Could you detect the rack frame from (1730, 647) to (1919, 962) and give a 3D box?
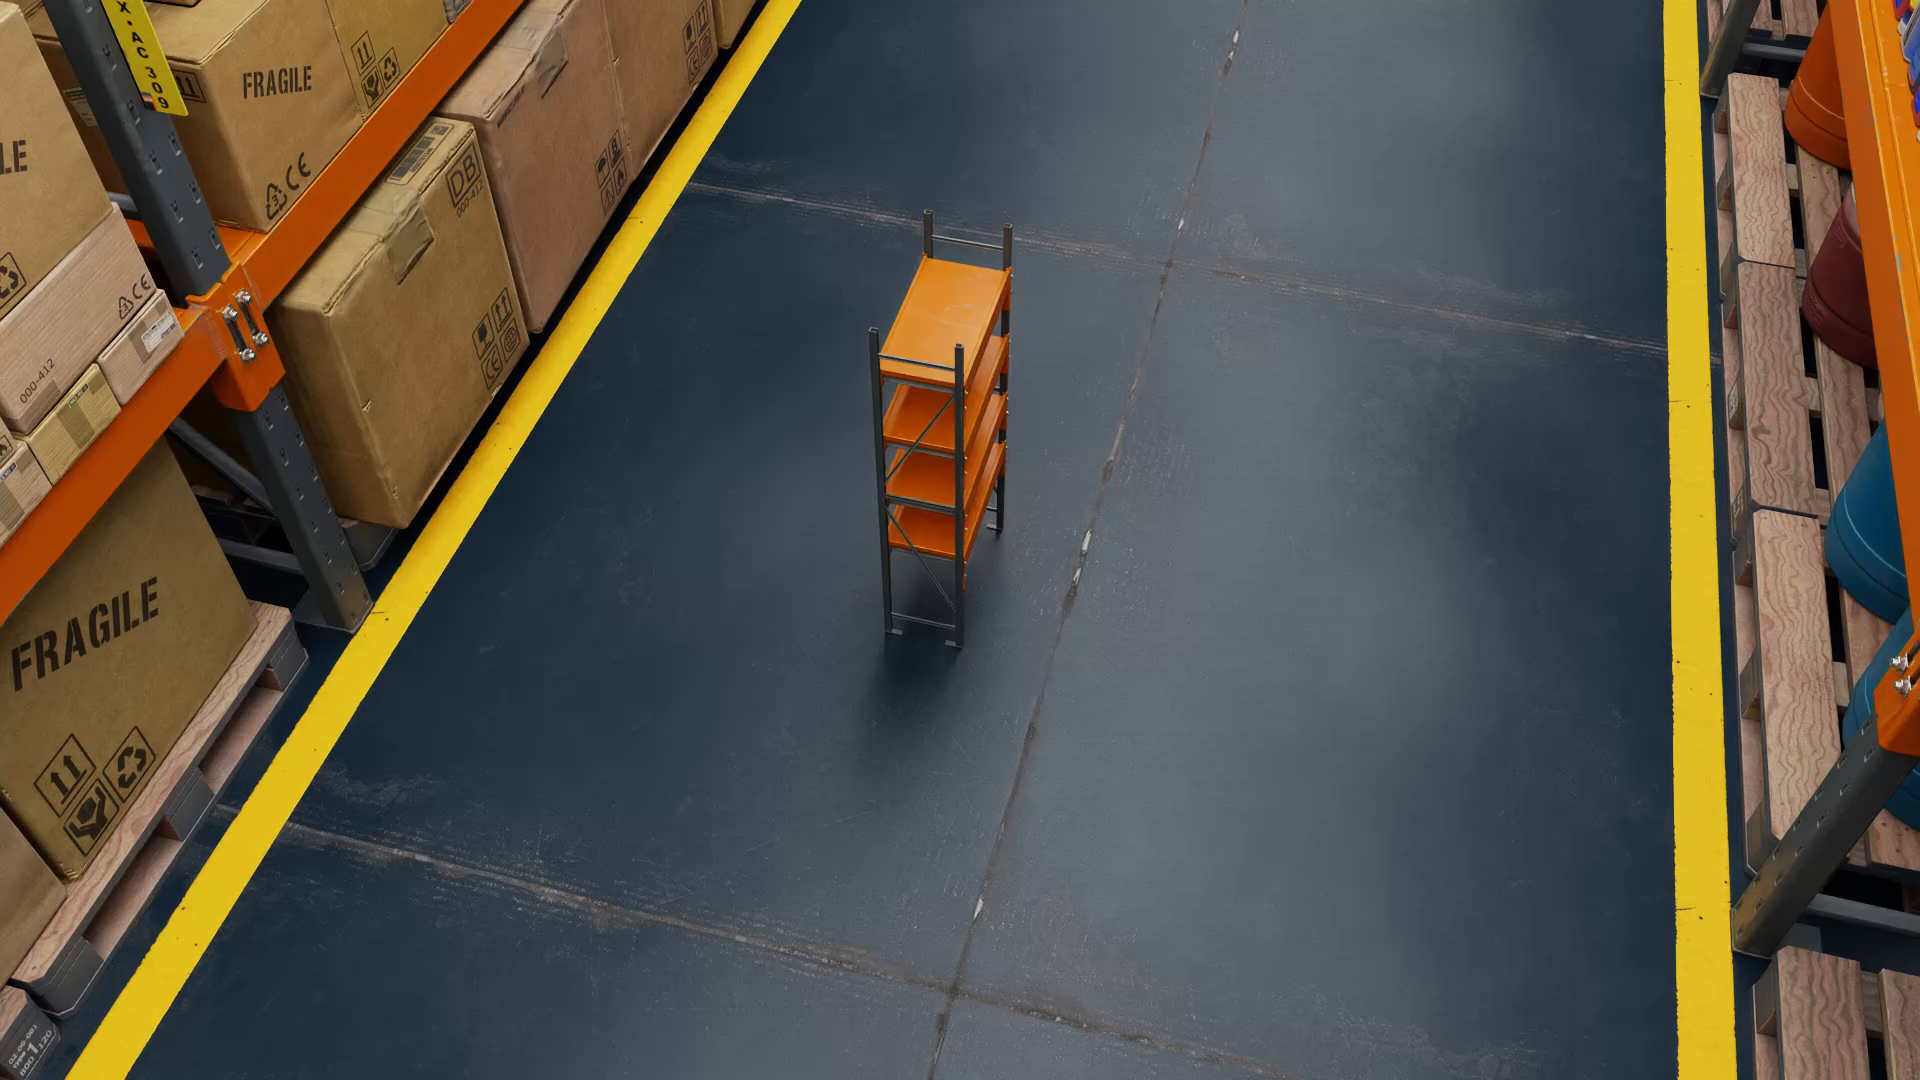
[{"bbox_3d":[2.496,0.130,3.134,1.000,3.000,0.127,12,50,10],"label":"rack frame"}]

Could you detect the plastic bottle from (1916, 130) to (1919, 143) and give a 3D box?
[{"bbox_3d":[2.617,-1.136,4.385,0.097,0.201,0.097,0,49,0],"label":"plastic bottle"}]

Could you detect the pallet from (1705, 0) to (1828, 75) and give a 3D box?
[{"bbox_3d":[3.790,-2.393,7.221,1.003,0.211,1.213,12,50,10],"label":"pallet"}]

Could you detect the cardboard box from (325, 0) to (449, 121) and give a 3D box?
[{"bbox_3d":[-1.789,-1.527,4.531,0.500,0.500,0.500,12,50,10],"label":"cardboard box"}]

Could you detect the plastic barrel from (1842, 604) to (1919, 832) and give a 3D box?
[{"bbox_3d":[2.655,0.296,4.108,0.600,0.901,0.708,12,50,10],"label":"plastic barrel"}]

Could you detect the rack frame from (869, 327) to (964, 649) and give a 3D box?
[{"bbox_3d":[-0.108,-0.101,4.539,0.240,1.200,0.015,12,50,10],"label":"rack frame"}]

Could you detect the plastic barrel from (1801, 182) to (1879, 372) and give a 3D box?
[{"bbox_3d":[3.139,-0.930,5.398,0.600,0.588,0.708,12,50,10],"label":"plastic barrel"}]

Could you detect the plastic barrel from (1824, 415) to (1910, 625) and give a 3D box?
[{"bbox_3d":[2.842,-0.217,4.560,0.600,0.901,0.708,12,50,10],"label":"plastic barrel"}]

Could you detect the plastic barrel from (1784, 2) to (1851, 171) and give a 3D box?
[{"bbox_3d":[3.436,-1.827,6.029,0.600,0.830,0.708,12,50,10],"label":"plastic barrel"}]

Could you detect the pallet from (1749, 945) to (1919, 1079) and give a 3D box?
[{"bbox_3d":[2.340,1.593,3.704,1.003,0.211,1.213,12,50,10],"label":"pallet"}]

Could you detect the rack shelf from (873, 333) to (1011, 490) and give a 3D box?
[{"bbox_3d":[-0.044,-0.381,4.577,0.258,0.148,0.480,12,50,10],"label":"rack shelf"}]

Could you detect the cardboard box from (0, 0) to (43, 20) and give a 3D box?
[{"bbox_3d":[-2.423,-1.272,4.306,0.500,0.500,0.500,12,50,10],"label":"cardboard box"}]

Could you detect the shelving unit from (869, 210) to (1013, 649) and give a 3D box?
[{"bbox_3d":[-0.044,-0.277,4.694,0.258,1.200,0.503,12,50,10],"label":"shelving unit"}]

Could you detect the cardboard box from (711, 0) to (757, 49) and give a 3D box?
[{"bbox_3d":[-1.432,-2.681,6.753,1.225,0.875,0.875,9,49,8],"label":"cardboard box"}]

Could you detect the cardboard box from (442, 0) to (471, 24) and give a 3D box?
[{"bbox_3d":[-1.657,-1.889,4.850,0.500,0.500,0.500,11,49,9],"label":"cardboard box"}]

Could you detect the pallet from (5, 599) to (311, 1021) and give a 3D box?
[{"bbox_3d":[-2.558,0.610,4.571,1.003,0.211,1.213,12,50,10],"label":"pallet"}]

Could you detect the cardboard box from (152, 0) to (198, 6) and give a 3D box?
[{"bbox_3d":[-2.123,-1.676,3.993,0.797,0.503,0.637,10,49,9],"label":"cardboard box"}]

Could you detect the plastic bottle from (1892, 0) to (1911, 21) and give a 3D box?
[{"bbox_3d":[2.775,-1.648,4.782,0.061,0.283,0.133,12,50,10],"label":"plastic bottle"}]

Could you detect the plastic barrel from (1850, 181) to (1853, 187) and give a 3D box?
[{"bbox_3d":[3.374,-1.295,5.772,0.421,0.512,0.421,0,49,0],"label":"plastic barrel"}]

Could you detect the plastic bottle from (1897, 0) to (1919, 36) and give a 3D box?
[{"bbox_3d":[2.762,-1.557,4.710,0.097,0.271,0.097,0,49,0],"label":"plastic bottle"}]

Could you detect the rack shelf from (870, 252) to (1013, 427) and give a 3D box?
[{"bbox_3d":[-0.044,-0.537,4.400,0.258,0.148,0.480,12,50,10],"label":"rack shelf"}]

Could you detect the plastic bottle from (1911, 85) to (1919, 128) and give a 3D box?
[{"bbox_3d":[2.630,-1.250,4.431,0.061,0.283,0.133,12,50,10],"label":"plastic bottle"}]

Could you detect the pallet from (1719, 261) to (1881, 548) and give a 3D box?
[{"bbox_3d":[3.058,-0.382,5.446,1.003,0.211,1.213,12,50,10],"label":"pallet"}]

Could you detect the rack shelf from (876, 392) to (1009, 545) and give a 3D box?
[{"bbox_3d":[-0.044,-0.233,4.745,0.258,0.148,0.480,12,50,10],"label":"rack shelf"}]

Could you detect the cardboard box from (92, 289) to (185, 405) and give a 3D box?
[{"bbox_3d":[-2.047,-0.479,3.840,0.380,0.149,0.250,12,50,10],"label":"cardboard box"}]

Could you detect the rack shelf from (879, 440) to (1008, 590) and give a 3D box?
[{"bbox_3d":[-0.044,-0.101,4.894,0.258,0.148,0.480,12,50,10],"label":"rack shelf"}]

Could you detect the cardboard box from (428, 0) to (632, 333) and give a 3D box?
[{"bbox_3d":[-1.899,-1.396,5.619,1.225,0.875,0.875,10,49,9],"label":"cardboard box"}]

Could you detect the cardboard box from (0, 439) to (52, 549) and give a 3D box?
[{"bbox_3d":[-2.182,-0.107,3.511,0.380,0.149,0.250,11,49,9],"label":"cardboard box"}]

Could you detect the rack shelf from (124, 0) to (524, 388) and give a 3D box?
[{"bbox_3d":[-1.756,-2.056,5.543,1.077,0.370,4.000,12,50,10],"label":"rack shelf"}]

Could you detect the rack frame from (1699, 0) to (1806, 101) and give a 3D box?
[{"bbox_3d":[3.548,-2.763,5.688,1.000,3.000,0.127,12,50,10],"label":"rack frame"}]

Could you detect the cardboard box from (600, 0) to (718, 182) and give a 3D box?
[{"bbox_3d":[-1.674,-2.038,6.185,1.225,0.875,0.875,12,50,10],"label":"cardboard box"}]

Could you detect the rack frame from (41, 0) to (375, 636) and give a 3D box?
[{"bbox_3d":[-2.283,-0.847,3.997,1.000,3.000,0.127,12,50,10],"label":"rack frame"}]

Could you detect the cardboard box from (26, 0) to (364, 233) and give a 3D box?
[{"bbox_3d":[-1.920,-1.164,4.210,0.500,0.500,0.500,12,50,10],"label":"cardboard box"}]

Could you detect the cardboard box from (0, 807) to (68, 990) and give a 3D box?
[{"bbox_3d":[-2.770,0.830,3.654,0.875,0.875,0.875,12,50,10],"label":"cardboard box"}]

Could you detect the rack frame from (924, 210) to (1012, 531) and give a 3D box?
[{"bbox_3d":[0.021,-0.454,4.850,0.240,1.200,0.015,12,50,10],"label":"rack frame"}]

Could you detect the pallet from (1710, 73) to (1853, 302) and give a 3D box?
[{"bbox_3d":[3.381,-1.262,6.223,1.003,0.211,1.213,12,50,10],"label":"pallet"}]

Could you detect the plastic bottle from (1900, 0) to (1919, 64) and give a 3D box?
[{"bbox_3d":[2.758,-1.470,4.629,0.152,0.276,0.135,12,50,10],"label":"plastic bottle"}]

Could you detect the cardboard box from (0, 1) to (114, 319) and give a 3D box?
[{"bbox_3d":[-2.146,-0.759,3.321,0.500,0.500,0.500,13,50,11],"label":"cardboard box"}]

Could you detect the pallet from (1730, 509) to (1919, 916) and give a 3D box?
[{"bbox_3d":[2.739,0.503,4.665,1.003,0.211,1.213,12,50,10],"label":"pallet"}]

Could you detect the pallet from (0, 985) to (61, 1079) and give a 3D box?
[{"bbox_3d":[-2.877,1.495,3.789,1.003,0.211,1.213,12,50,10],"label":"pallet"}]

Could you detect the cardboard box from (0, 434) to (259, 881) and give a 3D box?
[{"bbox_3d":[-2.534,0.179,4.229,0.875,0.875,0.875,12,50,10],"label":"cardboard box"}]

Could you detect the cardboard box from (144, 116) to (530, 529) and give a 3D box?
[{"bbox_3d":[-2.134,-0.750,5.048,1.225,0.875,0.875,12,50,10],"label":"cardboard box"}]

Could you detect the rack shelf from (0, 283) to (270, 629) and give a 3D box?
[{"bbox_3d":[-2.809,0.838,2.990,1.077,0.370,4.000,12,50,10],"label":"rack shelf"}]

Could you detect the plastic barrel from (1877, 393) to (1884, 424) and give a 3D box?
[{"bbox_3d":[3.076,-0.479,5.051,0.421,0.512,0.421,0,49,0],"label":"plastic barrel"}]

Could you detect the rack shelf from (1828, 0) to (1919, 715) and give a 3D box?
[{"bbox_3d":[3.022,-1.078,4.681,1.077,0.370,4.000,12,50,10],"label":"rack shelf"}]

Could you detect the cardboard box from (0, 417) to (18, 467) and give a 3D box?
[{"bbox_3d":[-2.280,-0.150,3.283,0.500,0.250,0.500,13,50,11],"label":"cardboard box"}]

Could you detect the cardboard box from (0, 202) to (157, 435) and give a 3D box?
[{"bbox_3d":[-2.146,-0.525,3.614,0.500,0.250,0.500,11,49,9],"label":"cardboard box"}]

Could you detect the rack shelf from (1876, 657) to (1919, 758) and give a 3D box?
[{"bbox_3d":[1.969,1.815,2.127,1.077,0.370,4.000,12,50,10],"label":"rack shelf"}]

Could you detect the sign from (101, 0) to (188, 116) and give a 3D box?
[{"bbox_3d":[-1.747,-1.051,3.547,0.100,0.325,0.005,12,50,10],"label":"sign"}]

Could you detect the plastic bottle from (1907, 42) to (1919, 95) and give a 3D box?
[{"bbox_3d":[2.712,-1.380,4.500,0.144,0.351,0.185,12,50,10],"label":"plastic bottle"}]

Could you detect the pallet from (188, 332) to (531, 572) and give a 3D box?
[{"bbox_3d":[-2.152,-0.497,5.548,1.003,0.211,1.213,12,50,10],"label":"pallet"}]

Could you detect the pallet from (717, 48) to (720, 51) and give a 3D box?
[{"bbox_3d":[-1.510,-2.262,7.106,1.003,0.211,1.213,12,50,10],"label":"pallet"}]

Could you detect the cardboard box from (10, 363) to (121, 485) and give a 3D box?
[{"bbox_3d":[-2.115,-0.292,3.675,0.380,0.149,0.250,12,50,11],"label":"cardboard box"}]
